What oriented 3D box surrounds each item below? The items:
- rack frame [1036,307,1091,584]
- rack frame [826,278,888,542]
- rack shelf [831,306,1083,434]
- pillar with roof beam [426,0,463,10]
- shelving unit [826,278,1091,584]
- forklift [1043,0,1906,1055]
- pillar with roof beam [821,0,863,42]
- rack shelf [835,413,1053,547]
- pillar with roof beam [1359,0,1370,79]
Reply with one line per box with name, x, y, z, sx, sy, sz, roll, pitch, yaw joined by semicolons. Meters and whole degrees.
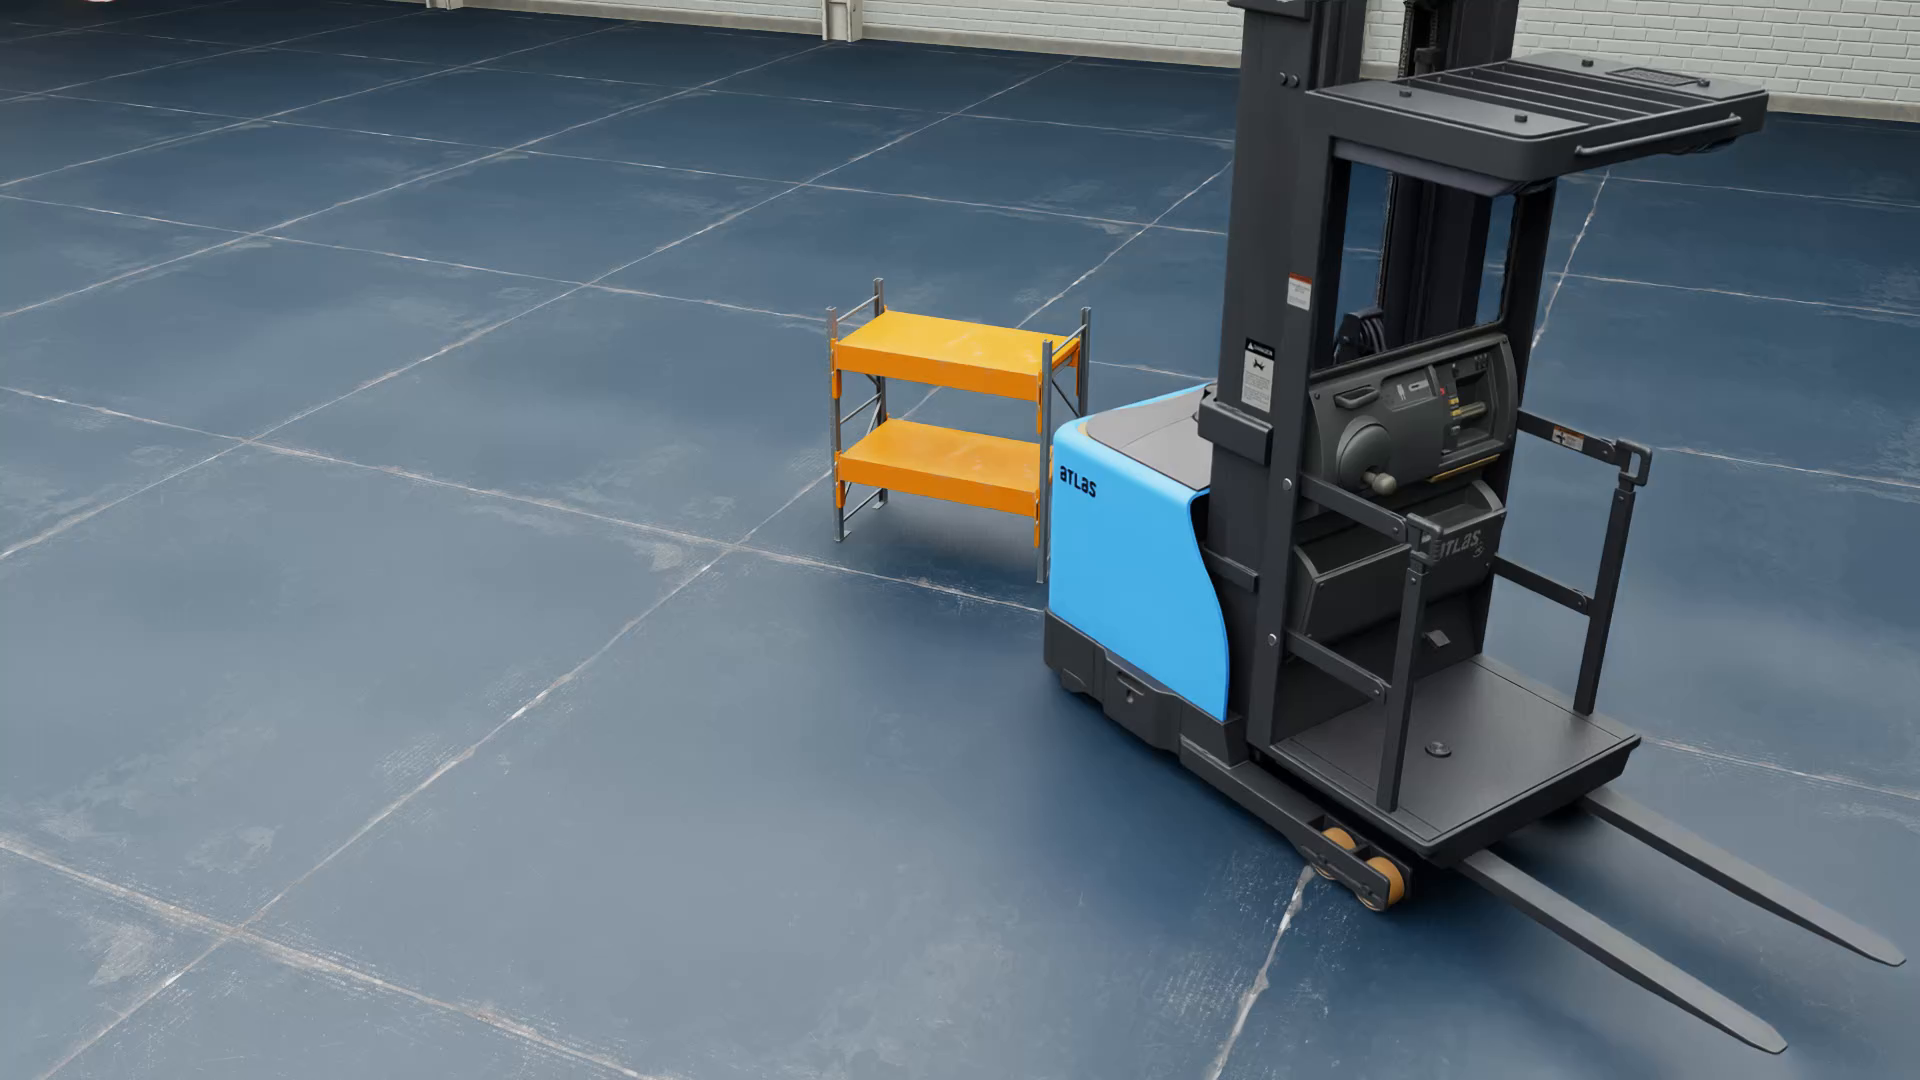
rack frame;0.457;-0.413;7.315;0.032;1.125;0.500;11;28;22
rack frame;-0.469;-0.599;7.693;0.032;1.125;0.500;11;28;22
rack shelf;-0.006;-0.768;7.375;1.000;0.278;0.538;11;28;22
pillar with roof beam;-8.650;-9.426;16.708;0.400;9.000;9.100;11;28;22
shelving unit;-0.006;-0.506;7.504;1.048;1.125;0.538;11;28;22
forklift;1.589;-0.371;5.185;1.130;2.935;3.031;-17;31;-31
pillar with roof beam;-3.189;-8.329;14.480;0.400;9.000;9.100;11;28;22
rack shelf;-0.006;-0.287;7.612;1.000;0.278;0.538;11;28;22
pillar with roof beam;2.273;-7.232;12.252;0.400;9.000;9.100;11;28;22
